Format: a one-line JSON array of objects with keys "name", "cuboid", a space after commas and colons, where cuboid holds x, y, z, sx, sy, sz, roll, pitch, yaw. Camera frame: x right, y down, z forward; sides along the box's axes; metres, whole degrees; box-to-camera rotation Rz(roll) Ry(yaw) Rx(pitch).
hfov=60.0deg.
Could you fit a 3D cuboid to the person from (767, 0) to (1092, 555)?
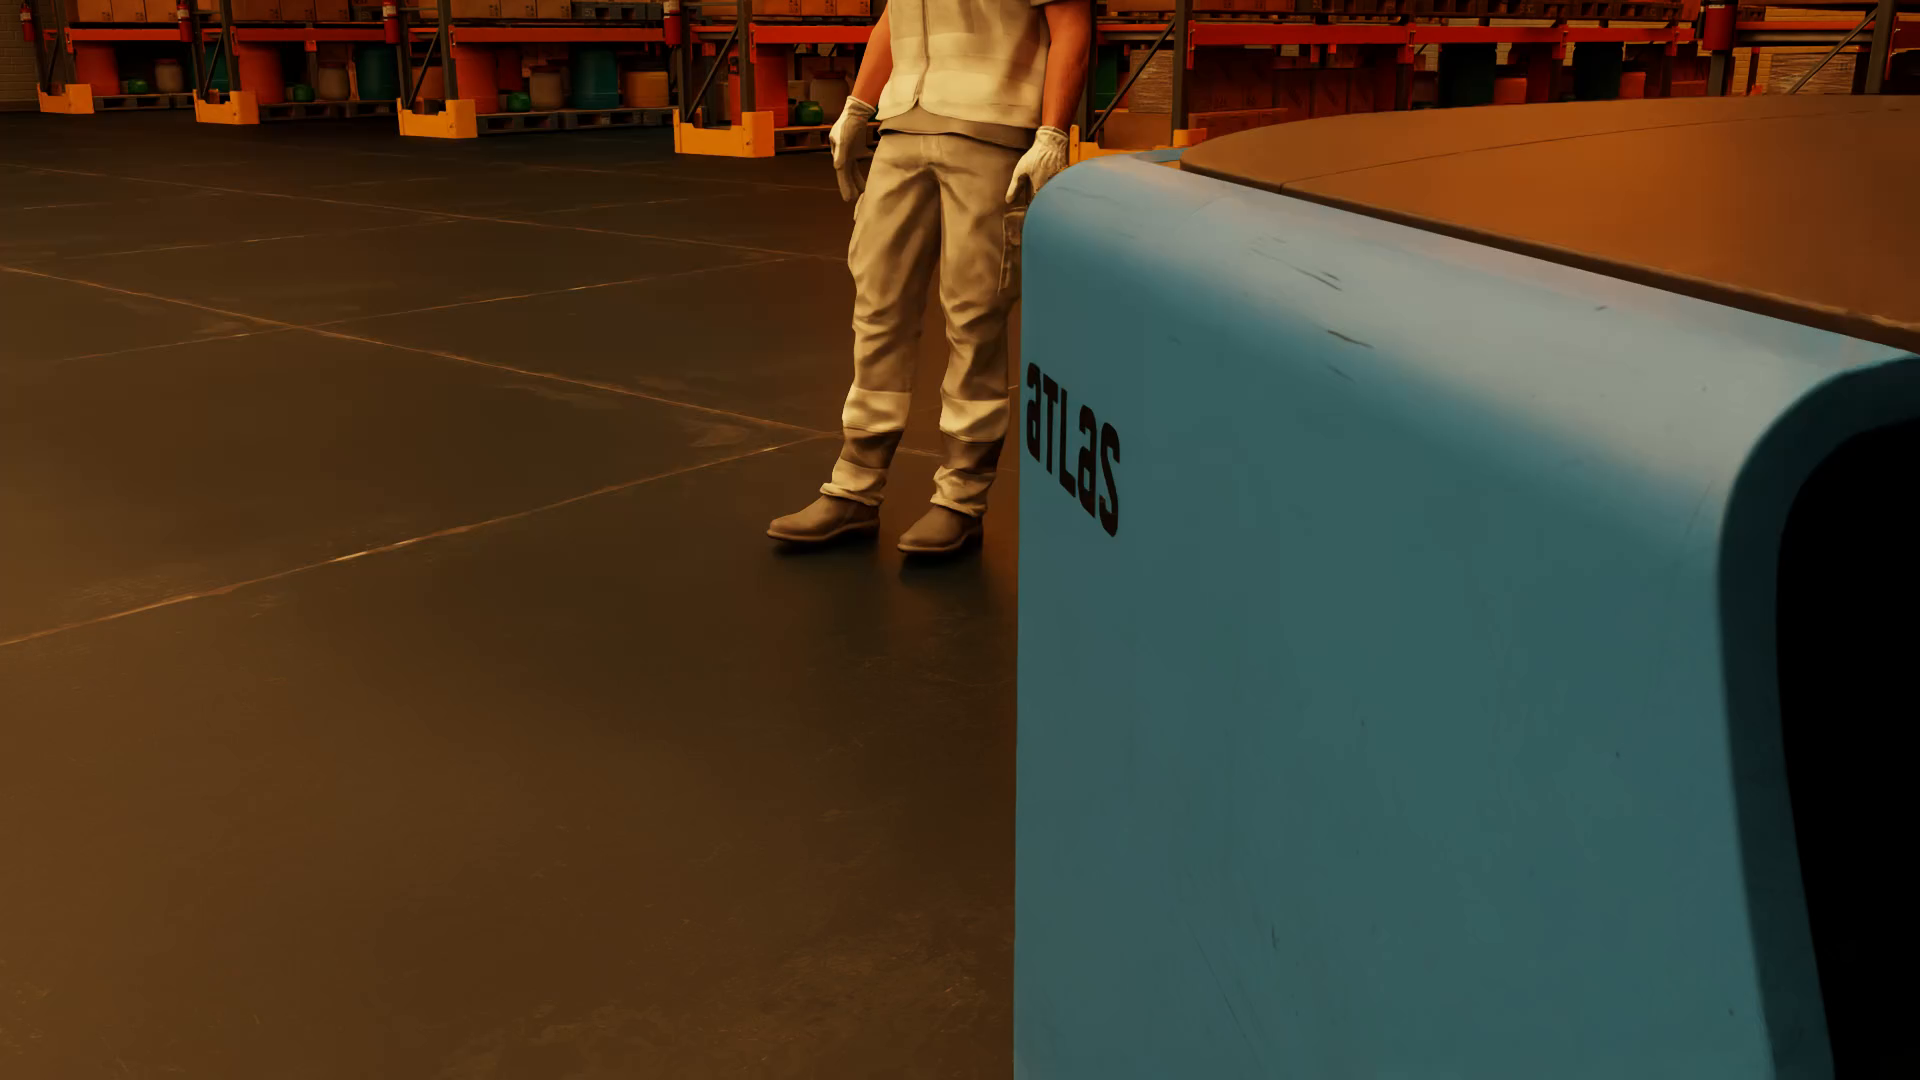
[{"name": "person", "cuboid": [-0.061, -0.847, 3.628, 0.637, 1.790, 0.562, 13, 21, 37]}]
